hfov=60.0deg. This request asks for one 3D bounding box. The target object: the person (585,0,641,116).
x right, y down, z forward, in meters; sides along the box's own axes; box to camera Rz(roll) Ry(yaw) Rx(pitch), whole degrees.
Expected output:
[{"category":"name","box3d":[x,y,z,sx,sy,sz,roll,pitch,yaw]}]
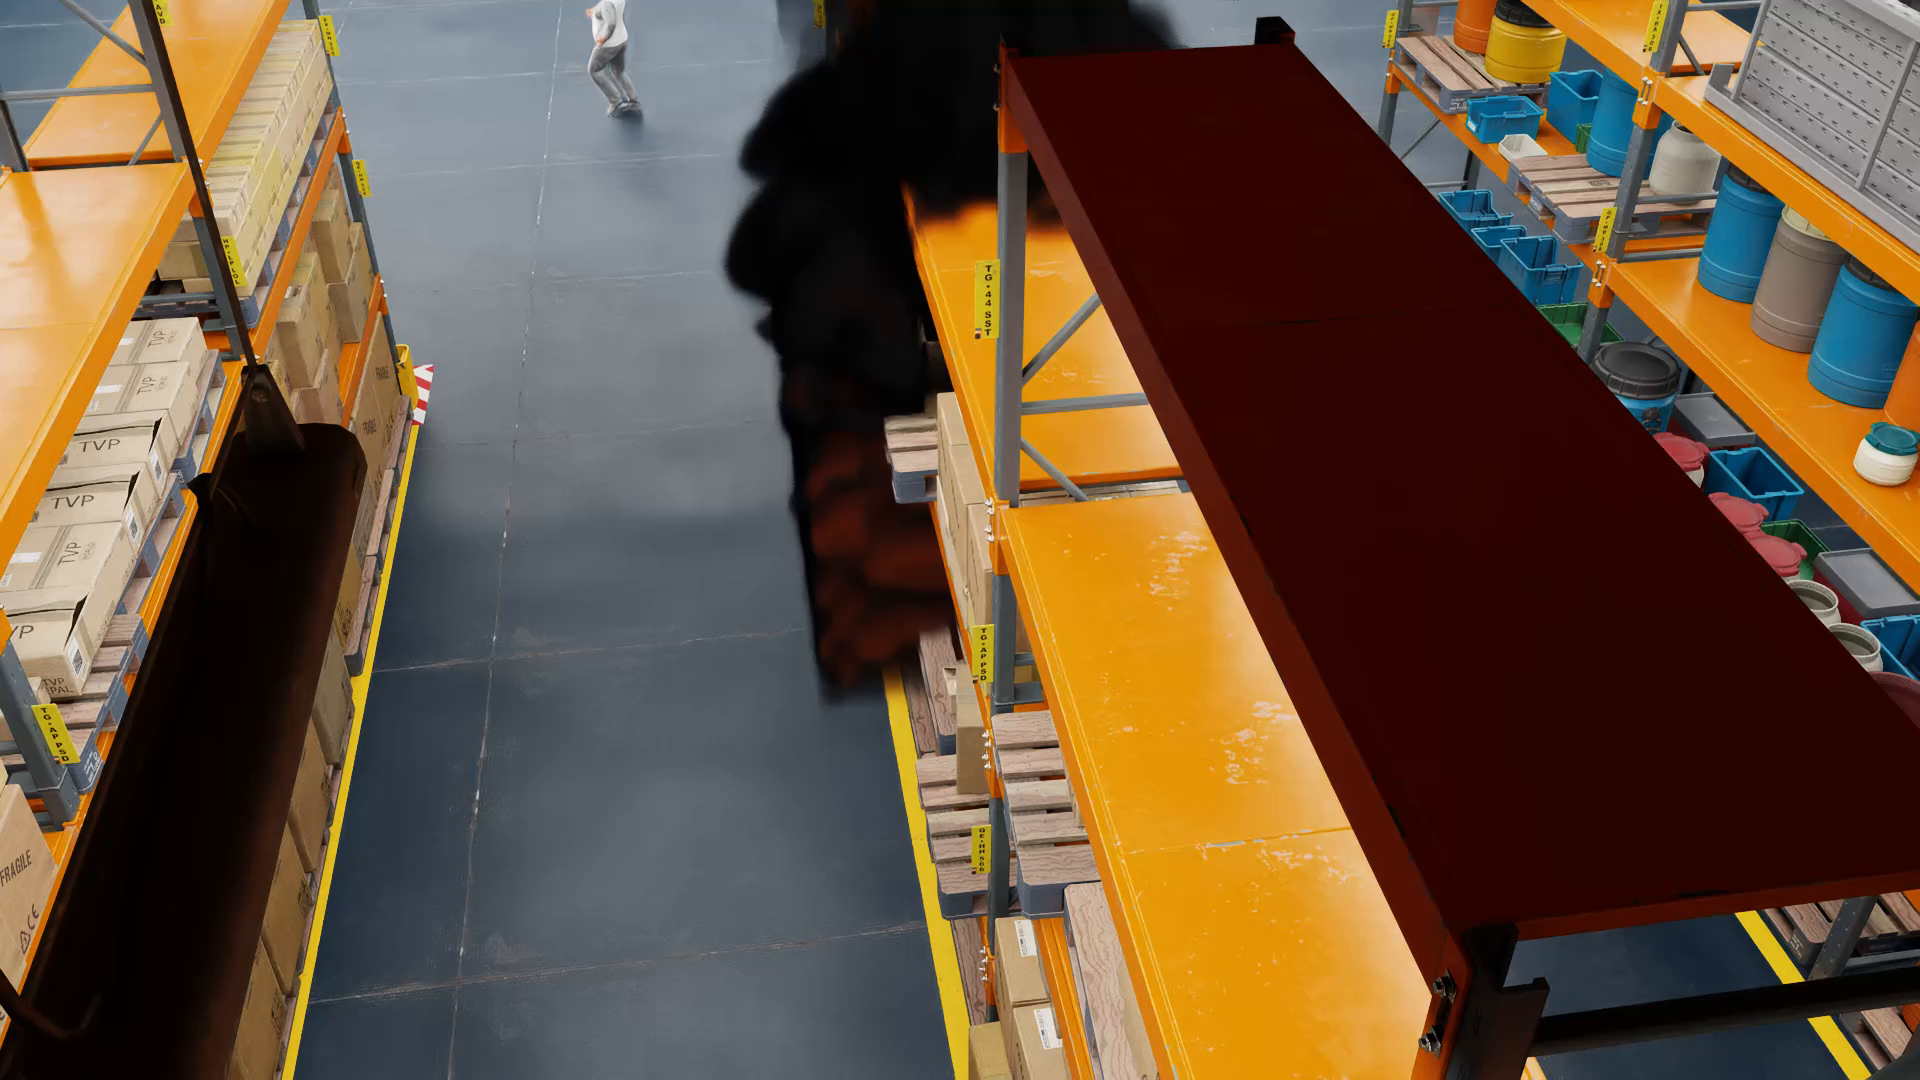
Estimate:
[{"category":"person","box3d":[-4.274,-6.028,20.186,0.669,1.789,0.640,13,38,17]}]
